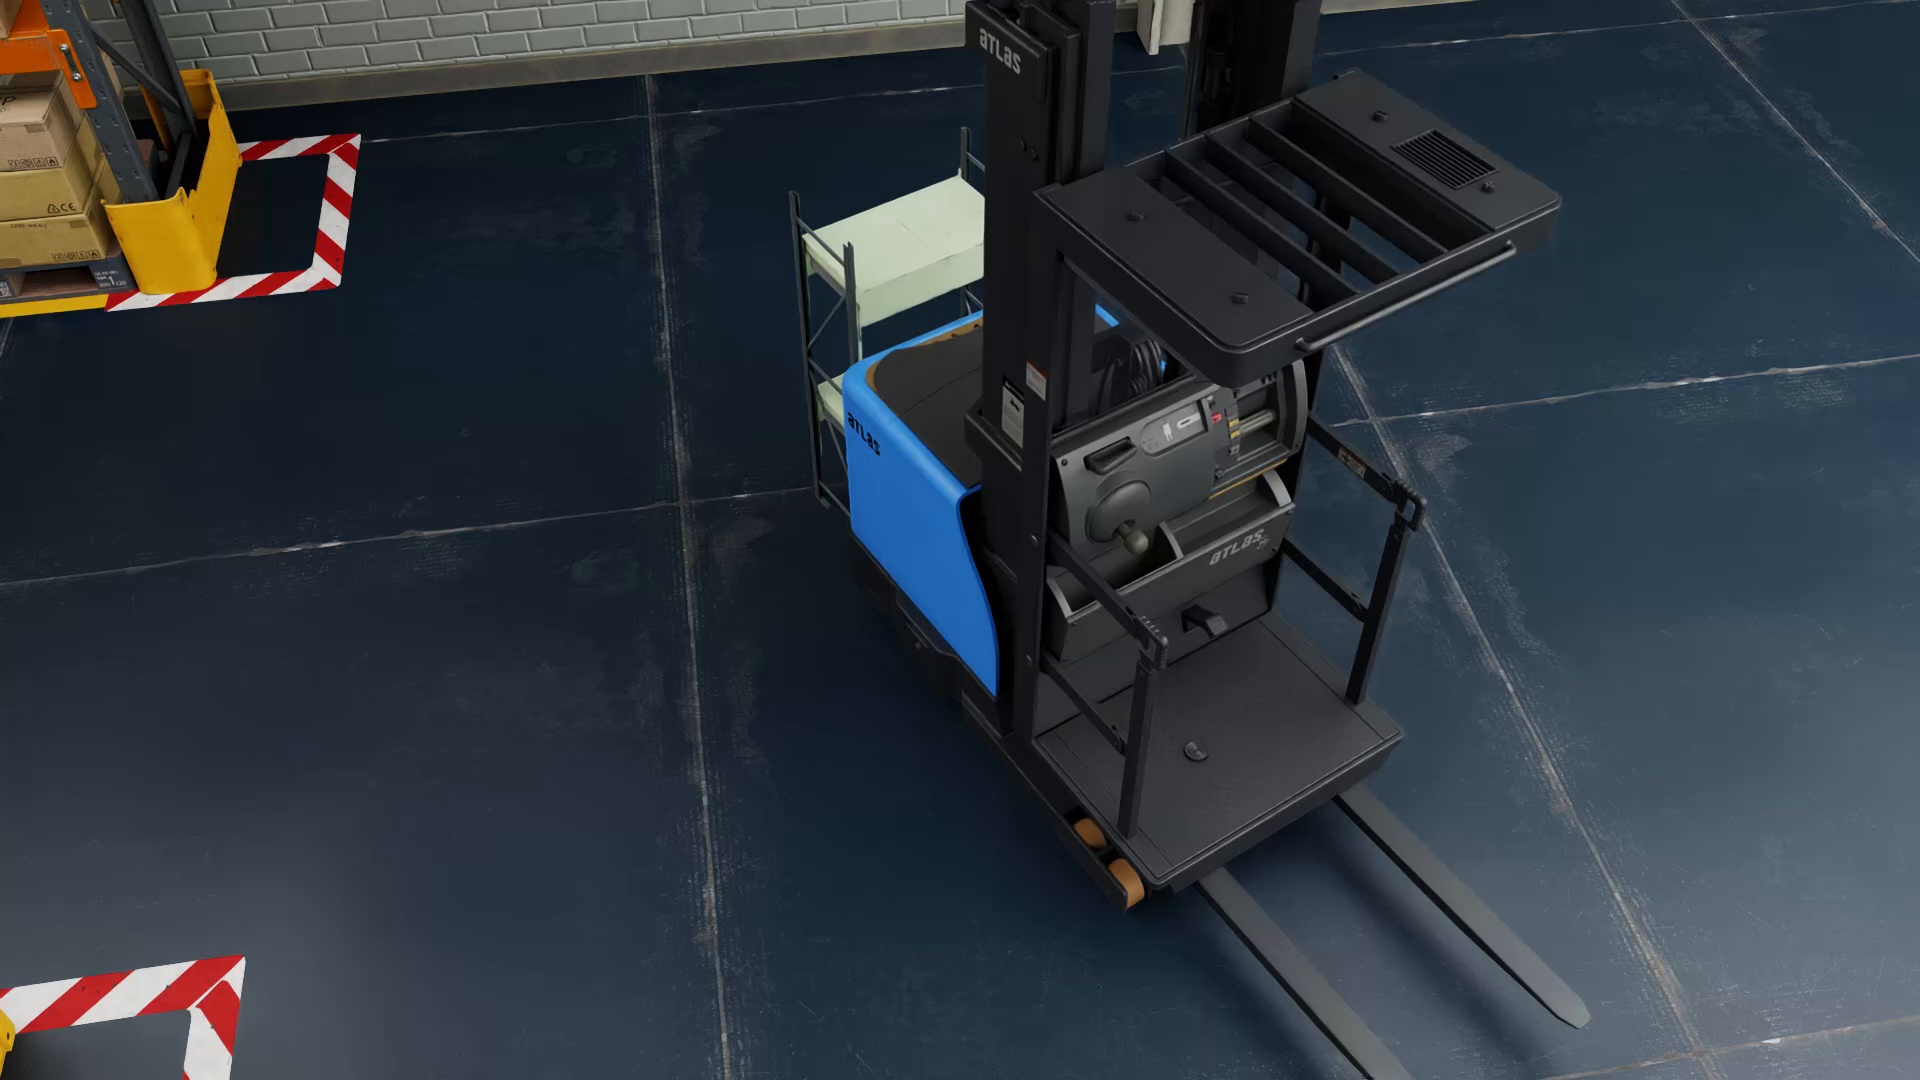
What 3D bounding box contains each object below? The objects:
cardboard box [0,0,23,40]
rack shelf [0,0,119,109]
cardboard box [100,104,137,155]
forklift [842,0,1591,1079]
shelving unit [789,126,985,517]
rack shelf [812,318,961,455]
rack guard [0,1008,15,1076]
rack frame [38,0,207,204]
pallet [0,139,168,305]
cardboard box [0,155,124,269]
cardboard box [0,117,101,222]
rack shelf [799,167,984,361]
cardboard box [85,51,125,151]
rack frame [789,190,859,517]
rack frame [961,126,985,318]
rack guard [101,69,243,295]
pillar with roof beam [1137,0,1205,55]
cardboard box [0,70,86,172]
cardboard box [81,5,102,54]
[{"bbox_3d":[-4.279,-2.411,6.921,0.500,0.500,0.500,-8,47,-8],"label":"cardboard box"},{"bbox_3d":[-5.810,-2.128,7.217,4.000,0.370,1.077,-7,46,-7],"label":"rack shelf"},{"bbox_3d":[-4.356,-1.894,8.109,0.500,0.250,0.500,-7,46,-7],"label":"cardboard box"},{"bbox_3d":[0.800,-0.184,4.892,1.130,2.935,3.031,-26,51,-23],"label":"forklift"},{"bbox_3d":[-0.179,-0.737,6.418,0.755,1.500,0.431,-26,51,-23],"label":"shelving unit"},{"bbox_3d":[-0.179,-0.510,6.653,0.720,0.370,0.431,-26,51,-23],"label":"rack shelf"},{"bbox_3d":[-3.064,1.775,4.693,0.348,0.500,1.175,-7,46,-7],"label":"rack guard"},{"bbox_3d":[-3.839,-2.623,7.195,0.127,3.000,1.000,-7,46,-7],"label":"rack frame"},{"bbox_3d":[-4.585,-1.532,8.080,1.213,0.211,1.003,-7,46,-7],"label":"pallet"},{"bbox_3d":[-4.248,-1.533,7.762,0.500,0.250,0.500,-7,46,-7],"label":"cardboard box"},{"bbox_3d":[-4.265,-1.707,7.582,0.500,0.250,0.500,-8,47,-7],"label":"cardboard box"},{"bbox_3d":[-0.179,-1.007,6.137,0.720,0.370,0.431,-26,51,-23],"label":"rack shelf"},{"bbox_3d":[-4.338,-2.078,7.940,0.500,0.250,0.500,-6,46,-6],"label":"cardboard box"},{"bbox_3d":[-0.482,-0.589,6.276,0.023,1.500,0.400,-26,51,-23],"label":"rack frame"},{"bbox_3d":[0.124,-0.885,6.561,0.023,1.500,0.400,-26,51,-23],"label":"rack frame"},{"bbox_3d":[-3.815,-1.759,8.098,0.348,0.500,1.175,-7,46,-7],"label":"rack guard"},{"bbox_3d":[1.968,-2.941,3.335,0.400,9.000,9.100,-7,46,-7],"label":"pillar with roof beam"},{"bbox_3d":[-4.239,-1.884,7.406,0.500,0.250,0.500,-6,46,-5],"label":"cardboard box"},{"bbox_3d":[-4.345,-2.237,7.746,0.500,0.250,0.500,-8,47,-7],"label":"cardboard box"}]
